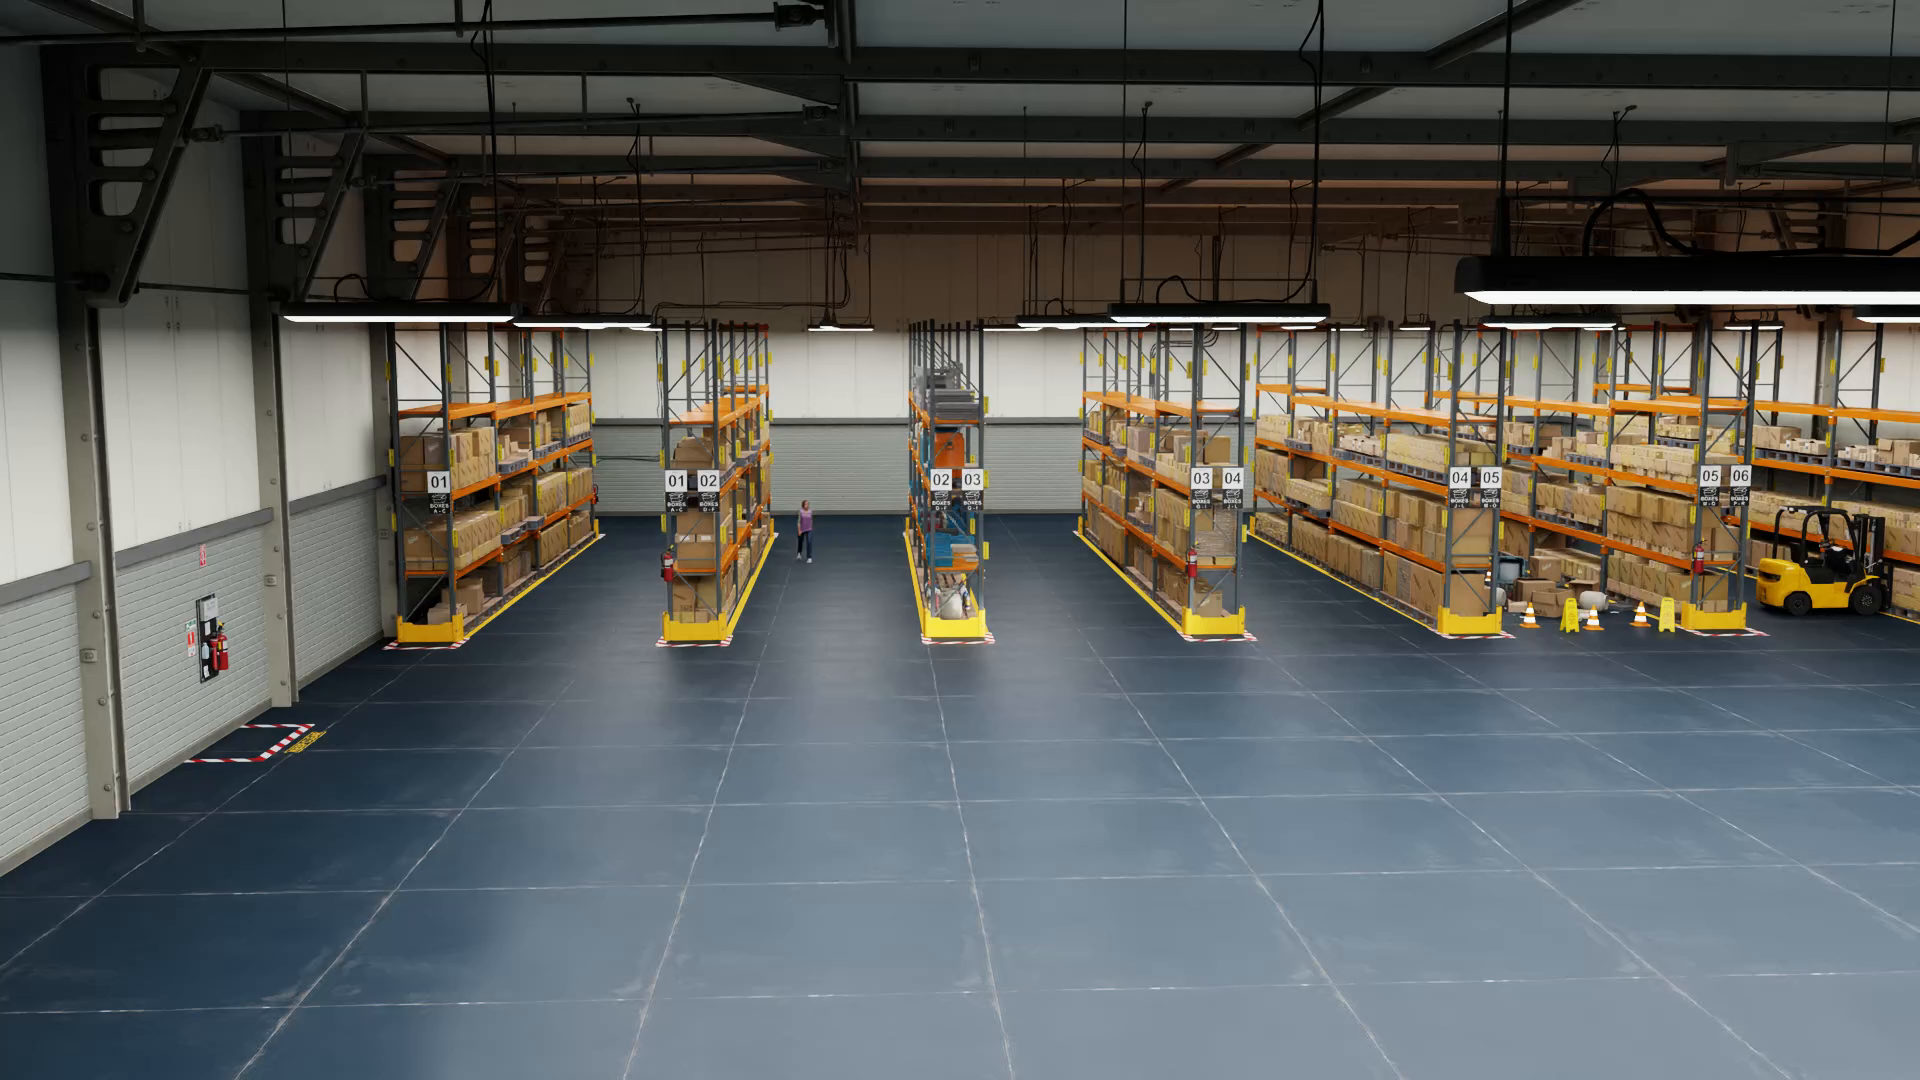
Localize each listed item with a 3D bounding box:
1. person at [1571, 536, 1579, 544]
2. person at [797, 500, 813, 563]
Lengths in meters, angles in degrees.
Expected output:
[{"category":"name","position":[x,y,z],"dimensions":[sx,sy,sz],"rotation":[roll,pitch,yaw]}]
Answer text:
[{"category":"person","position":[16.812,-0.712,45.463],"dimensions":[0.503,1.657,0.443],"rotation":[-7,10,-44]},{"category":"person","position":[-3.901,-0.238,41.850],"dimensions":[0.391,1.560,0.861],"rotation":[-2,7,-13]}]
